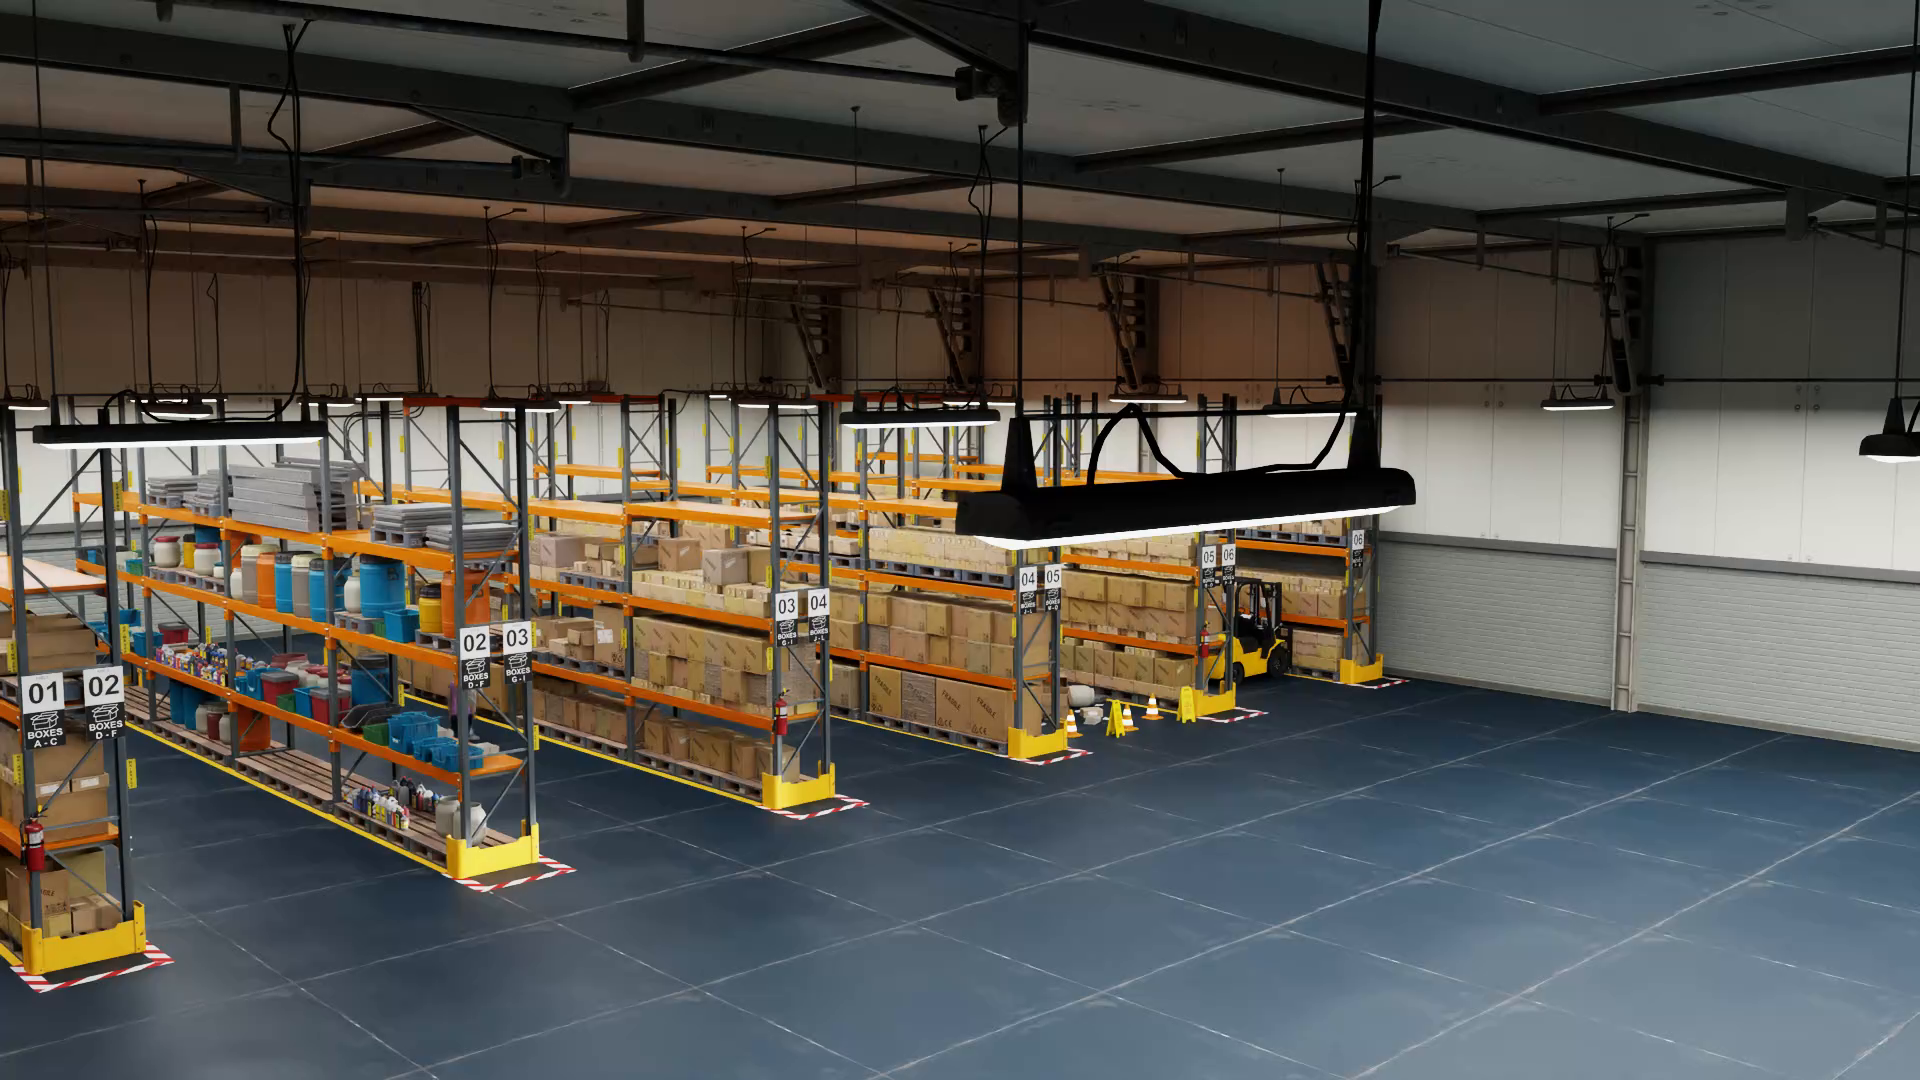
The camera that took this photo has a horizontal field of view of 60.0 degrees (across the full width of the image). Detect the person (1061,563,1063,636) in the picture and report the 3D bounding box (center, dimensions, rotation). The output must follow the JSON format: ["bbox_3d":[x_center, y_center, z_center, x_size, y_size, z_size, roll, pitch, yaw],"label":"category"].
[{"bbox_3d":[2.166,1.402,38.951,0.750,1.805,0.619,4,7,34],"label":"person"}]

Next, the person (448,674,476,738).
[{"bbox_3d":[-8.213,2.875,27.412,0.447,1.601,0.420,-1,6,-8],"label":"person"}]

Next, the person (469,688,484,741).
[{"bbox_3d":[-8.641,2.631,29.279,0.579,1.832,0.647,-1,6,-7],"label":"person"}]
